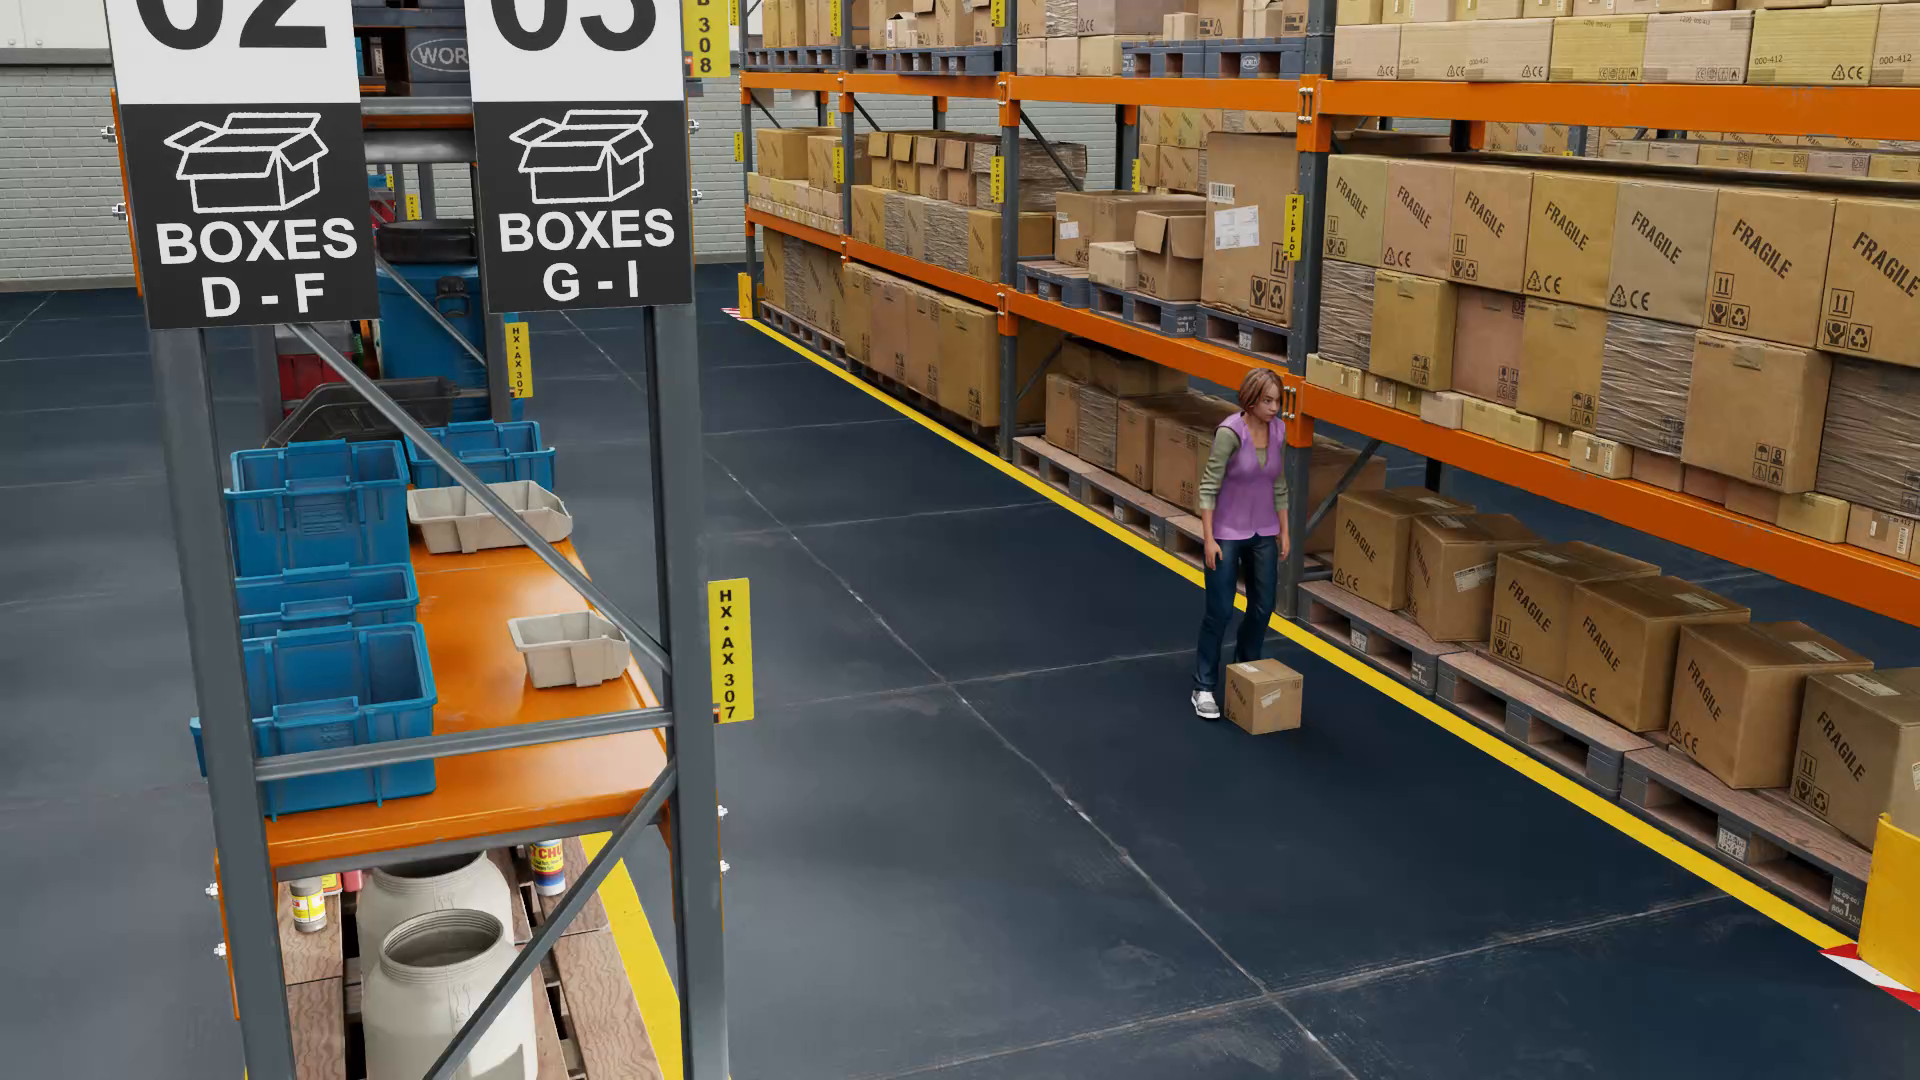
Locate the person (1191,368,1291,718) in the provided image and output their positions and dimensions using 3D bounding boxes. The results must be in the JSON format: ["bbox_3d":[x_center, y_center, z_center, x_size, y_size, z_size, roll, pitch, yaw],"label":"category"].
[{"bbox_3d":[1.283,0.002,7.541,0.476,1.593,0.348,-6,17,-21],"label":"person"}]
